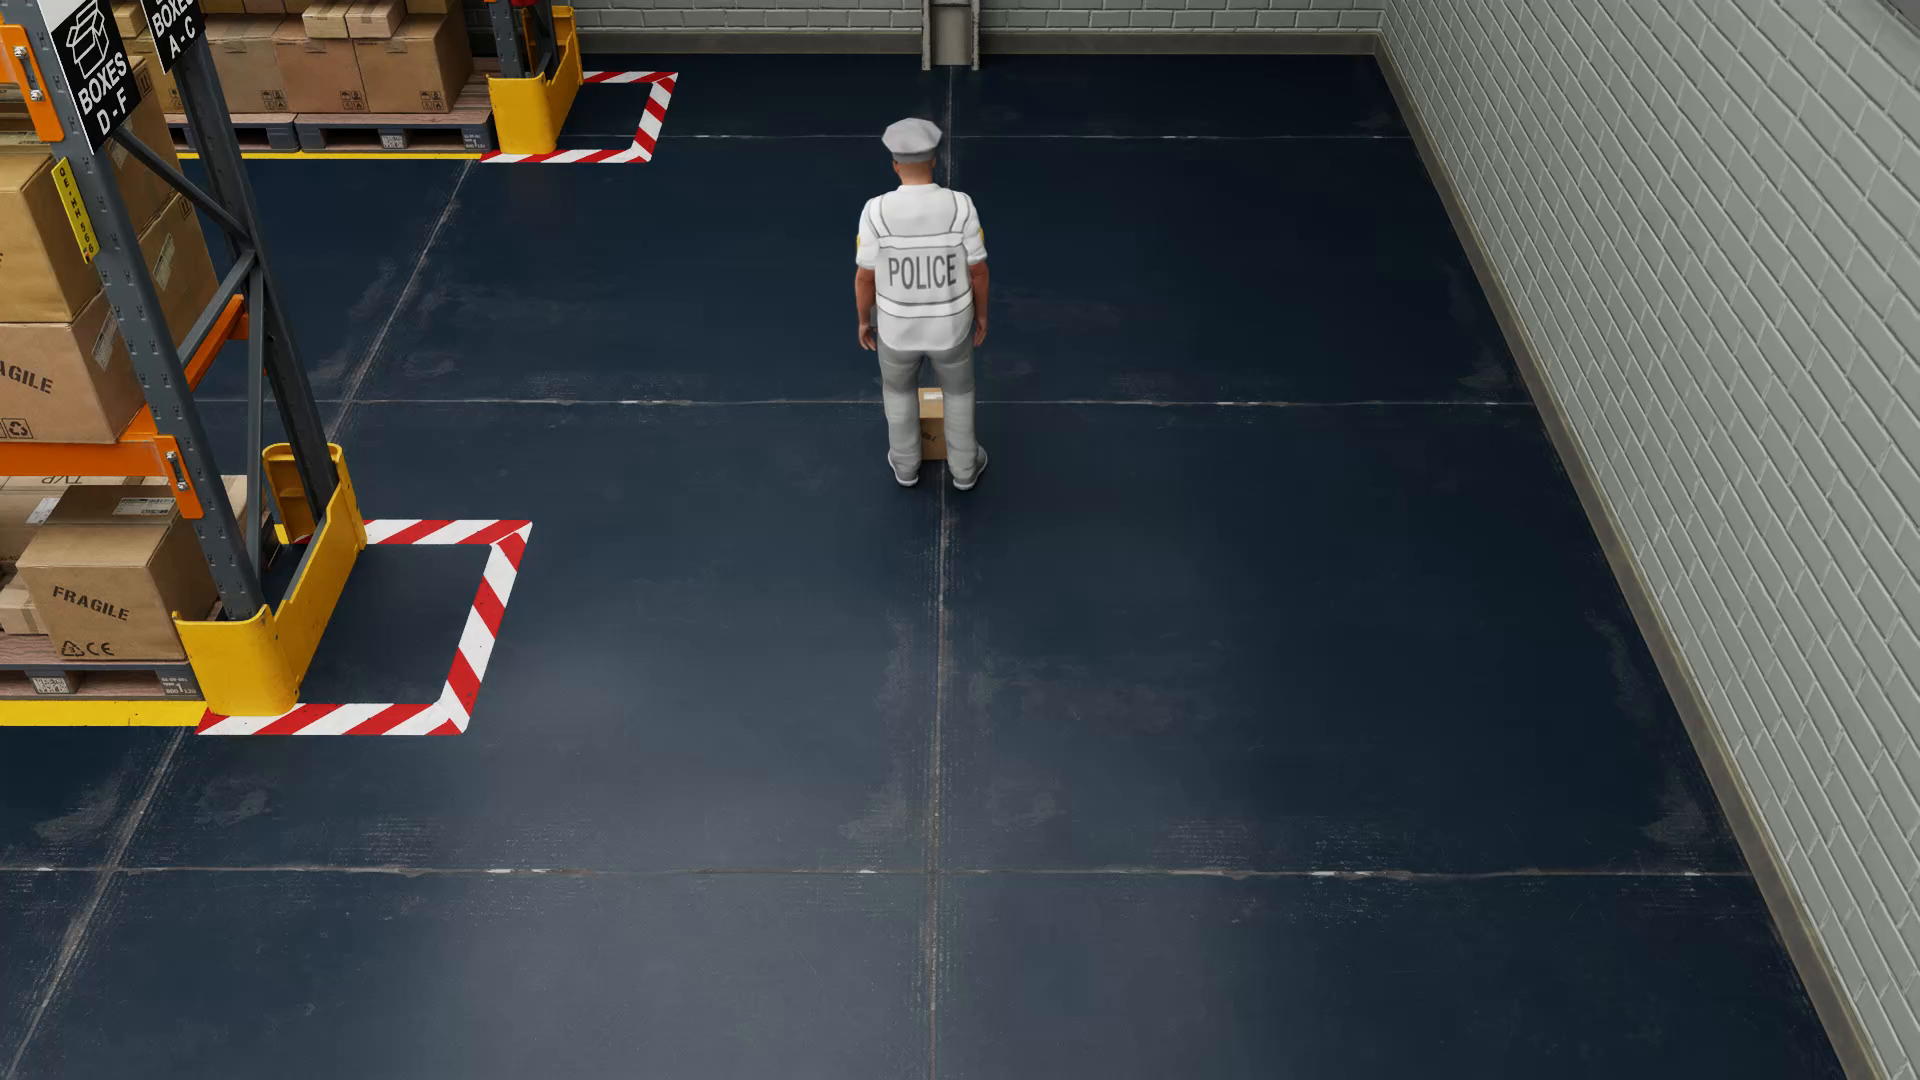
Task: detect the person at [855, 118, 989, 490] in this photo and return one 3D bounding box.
[{"bbox_3d":[-0.160,-0.977,7.341,0.595,1.746,0.480,-2,39,-2],"label":"person"}]
